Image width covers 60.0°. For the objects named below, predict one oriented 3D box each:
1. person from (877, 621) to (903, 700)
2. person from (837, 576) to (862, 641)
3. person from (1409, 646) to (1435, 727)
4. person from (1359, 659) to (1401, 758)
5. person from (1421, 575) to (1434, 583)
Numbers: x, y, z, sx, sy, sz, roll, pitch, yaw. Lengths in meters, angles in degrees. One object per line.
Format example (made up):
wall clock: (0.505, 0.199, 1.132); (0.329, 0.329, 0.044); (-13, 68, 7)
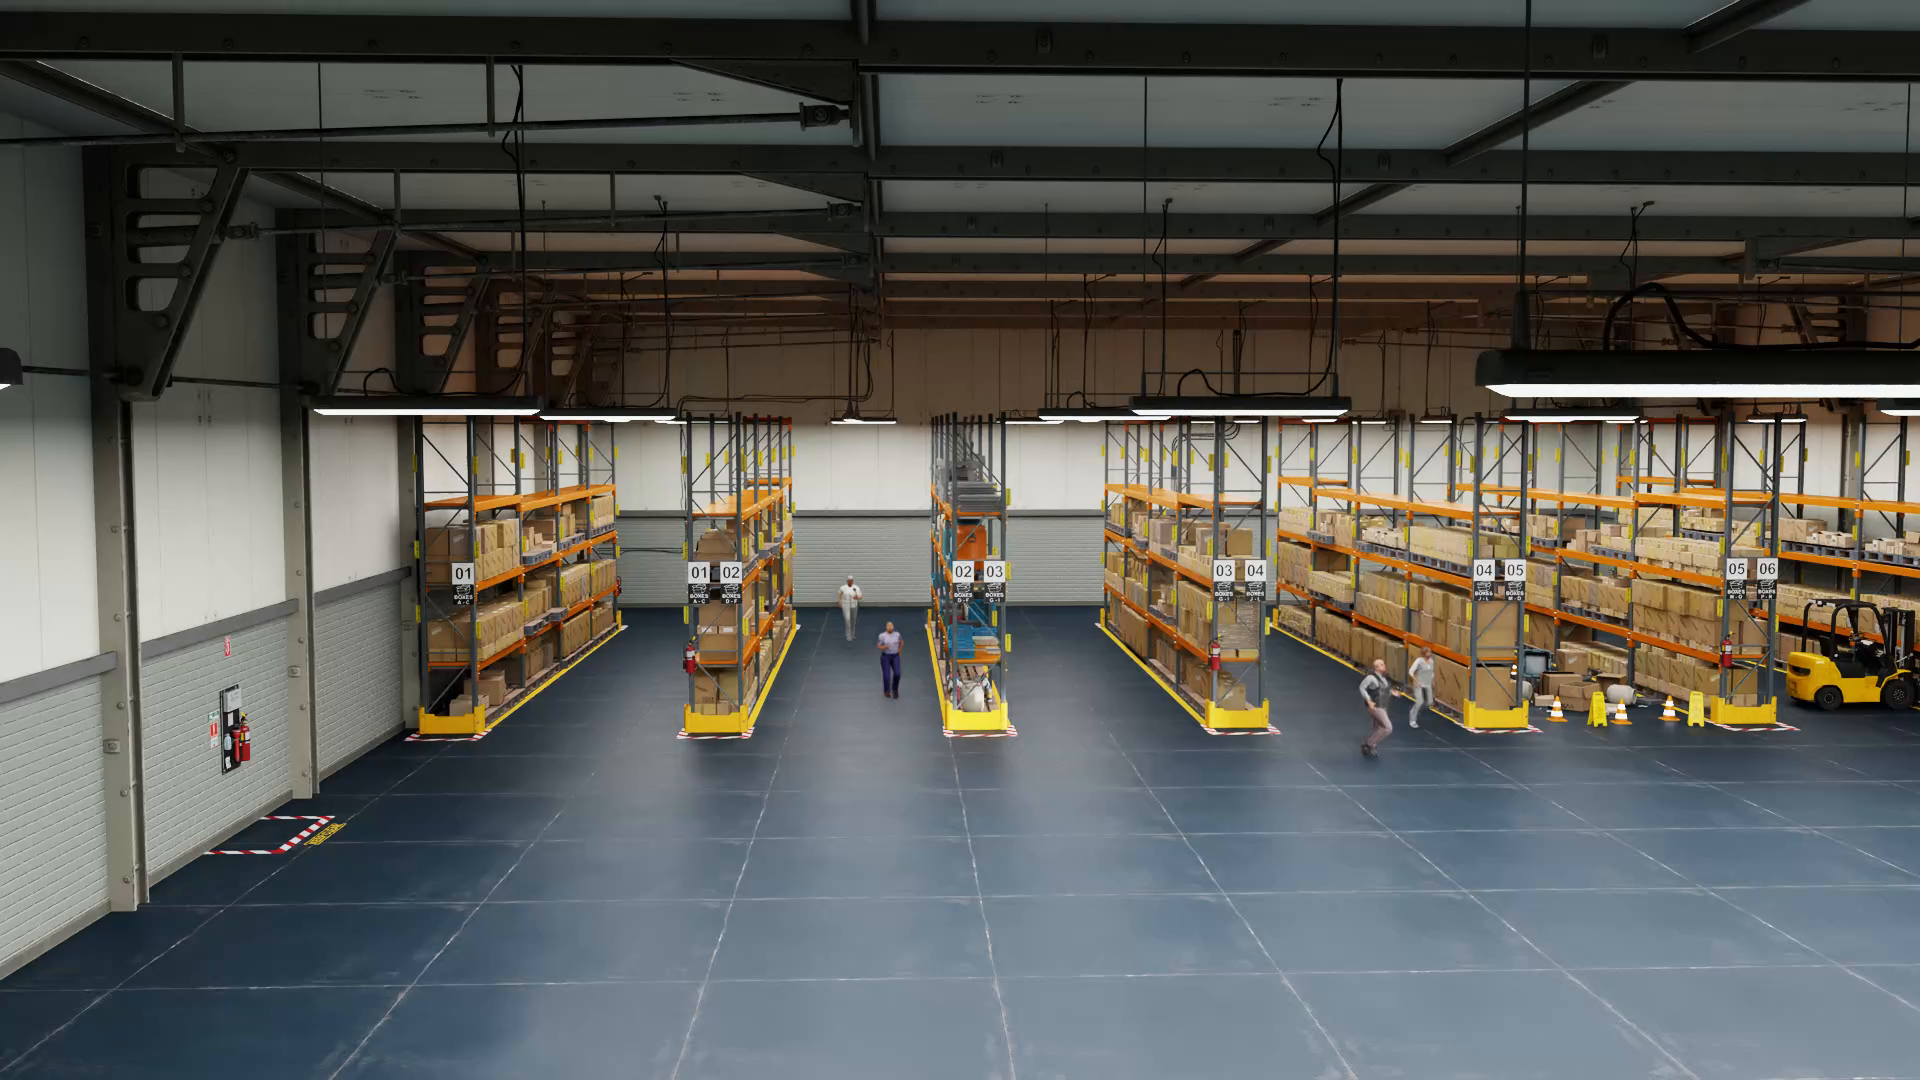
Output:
person: (-1.453, 2.538, 34.930); (0.586, 1.676, 0.661); (-1, 4, -10)
person: (-2.824, 1.762, 42.743); (0.608, 1.696, 0.920); (-1, 4, -10)
person: (8.850, 2.799, 31.779); (0.593, 1.545, 0.486); (-1, 4, -18)
person: (7.274, 2.913, 28.755); (0.660, 1.702, 0.636); (3, 5, 36)
person: (13.773, 1.498, 49.378); (0.614, 1.763, 0.729); (1, 4, 21)
